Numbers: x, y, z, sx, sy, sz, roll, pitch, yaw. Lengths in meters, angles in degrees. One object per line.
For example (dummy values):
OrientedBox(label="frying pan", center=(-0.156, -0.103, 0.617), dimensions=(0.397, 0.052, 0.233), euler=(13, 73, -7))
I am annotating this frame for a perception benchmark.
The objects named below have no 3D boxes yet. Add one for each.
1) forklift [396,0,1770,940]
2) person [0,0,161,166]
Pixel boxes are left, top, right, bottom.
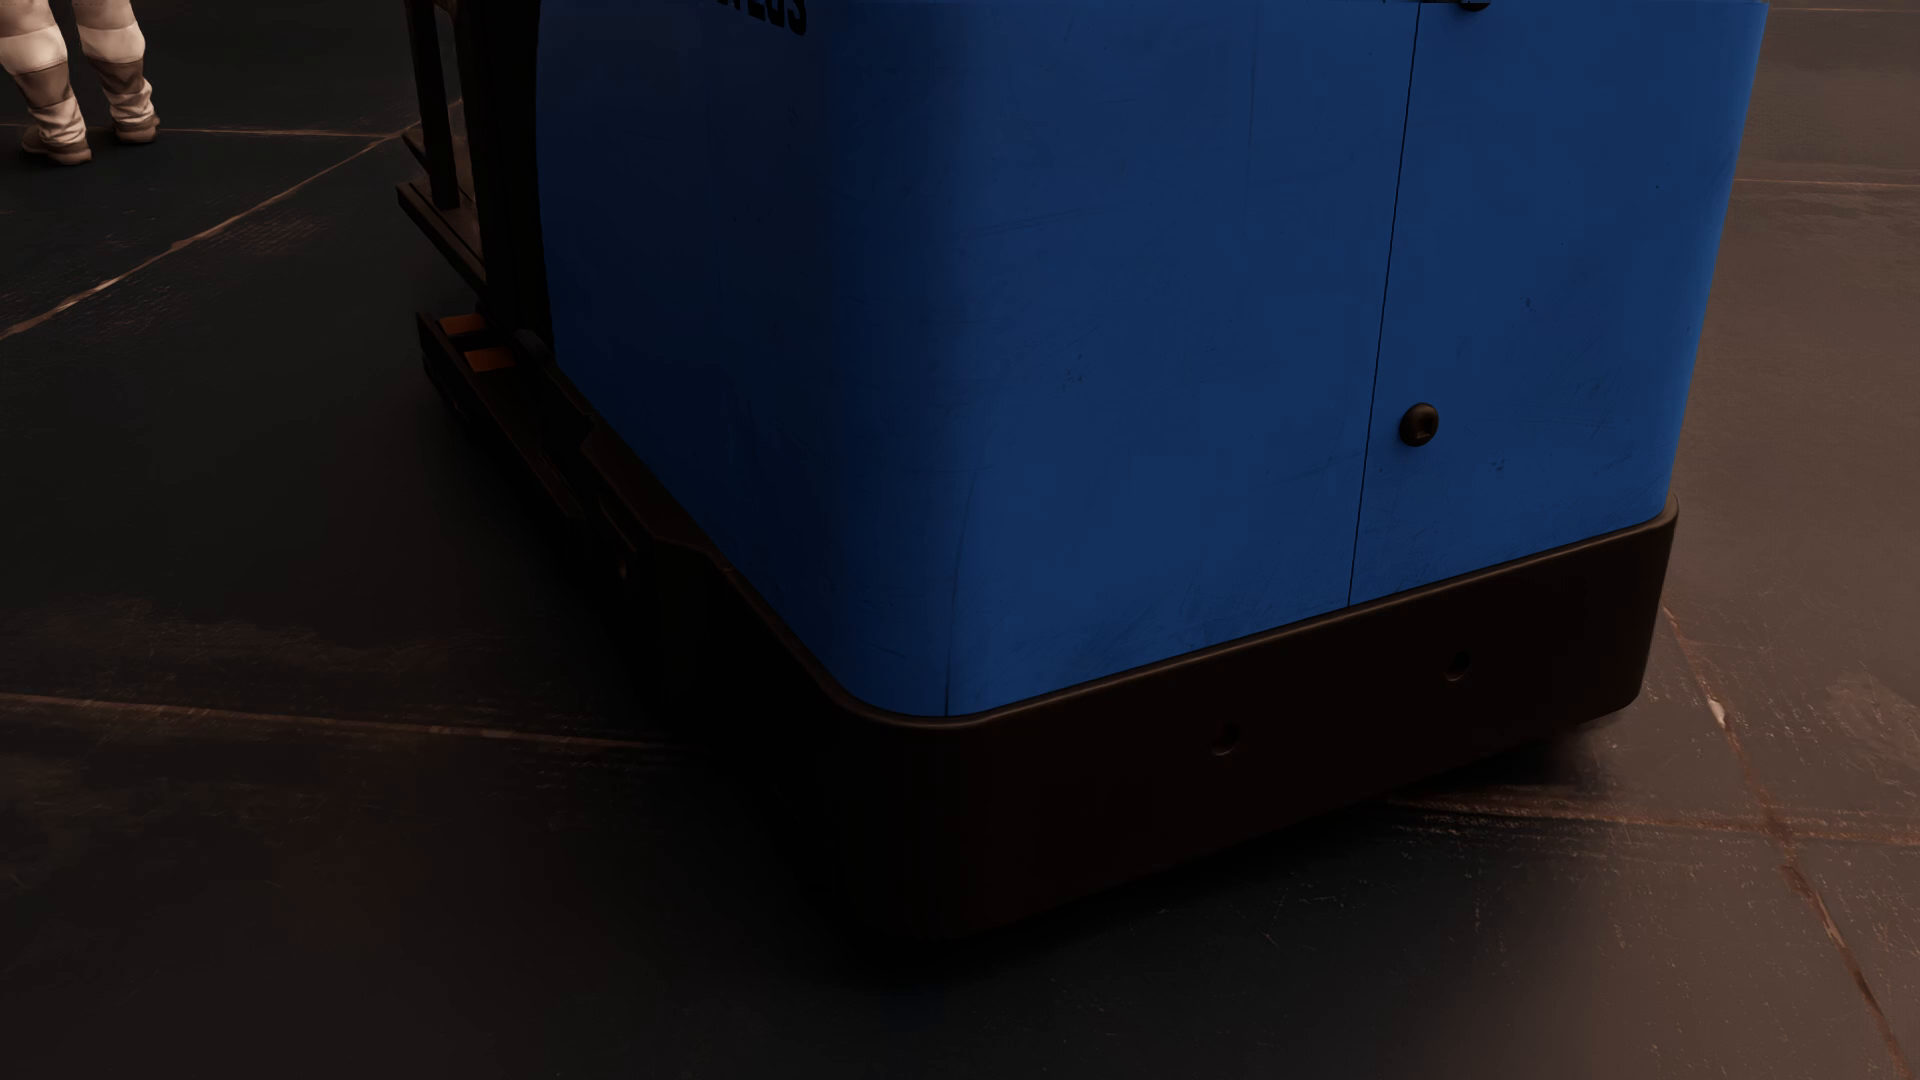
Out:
OrientedBox(label="forklift", center=(-0.313, -1.557, 2.339), dimensions=(1.130, 2.935, 3.031), euler=(-13, 29, -25))
OrientedBox(label="person", center=(-2.494, -1.902, 4.303), dimensions=(0.656, 1.790, 0.613), euler=(-9, 28, -18))
